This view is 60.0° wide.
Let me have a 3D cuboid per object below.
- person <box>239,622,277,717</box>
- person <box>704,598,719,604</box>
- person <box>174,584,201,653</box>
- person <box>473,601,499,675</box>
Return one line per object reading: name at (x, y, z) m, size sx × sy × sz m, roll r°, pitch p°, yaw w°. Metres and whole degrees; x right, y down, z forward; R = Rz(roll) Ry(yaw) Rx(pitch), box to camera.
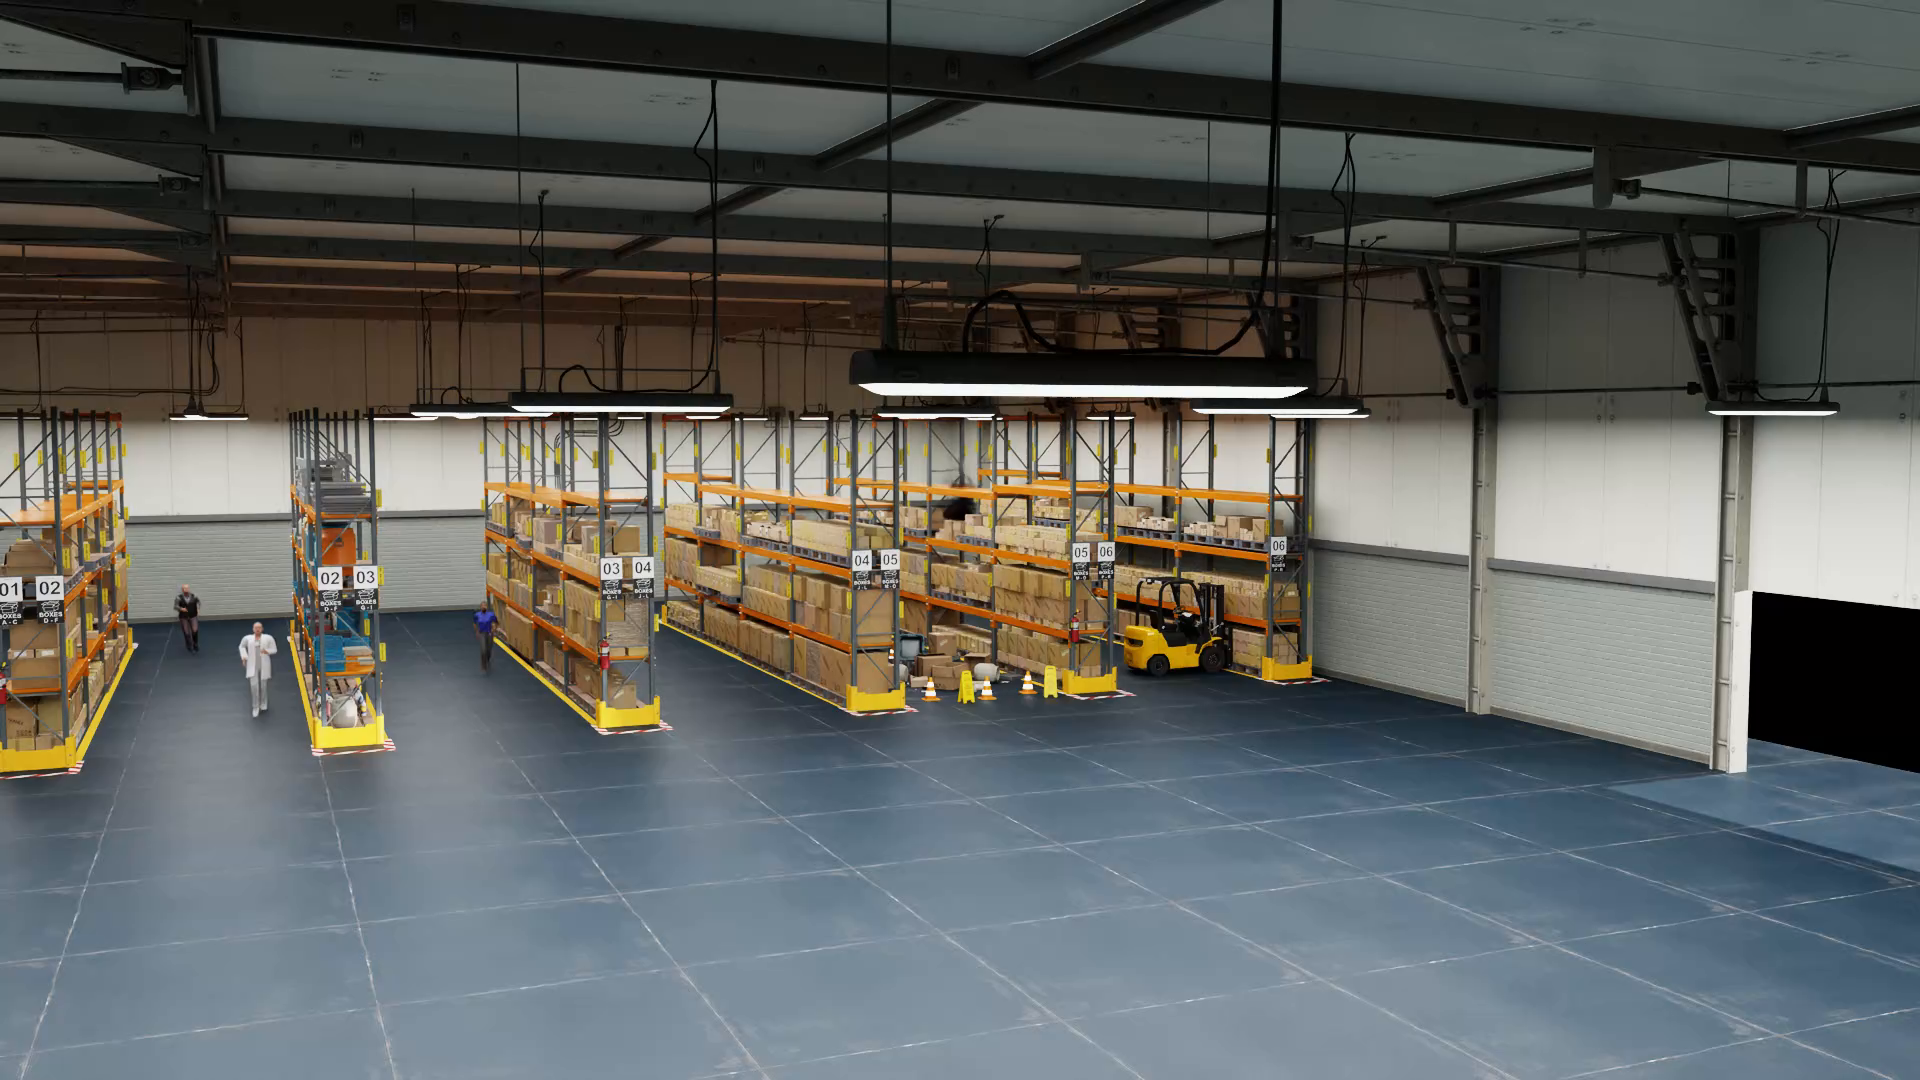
person at (-13.846, 2.528, 32.833) m, size 0.694 × 1.822 × 0.876 m, roll -2°, pitch 4°, yaw -22°
person at (-7.516, 1.350, 49.767) m, size 0.734 × 1.826 × 0.632 m, roll -1°, pitch 4°, yaw -19°
person at (-19.312, 1.969, 41.599) m, size 0.623 × 1.734 × 0.687 m, roll -2°, pitch 5°, yaw -28°
person at (-10.896, 2.242, 38.248) m, size 0.583 × 1.695 × 0.687 m, roll -1°, pitch 4°, yaw -16°
